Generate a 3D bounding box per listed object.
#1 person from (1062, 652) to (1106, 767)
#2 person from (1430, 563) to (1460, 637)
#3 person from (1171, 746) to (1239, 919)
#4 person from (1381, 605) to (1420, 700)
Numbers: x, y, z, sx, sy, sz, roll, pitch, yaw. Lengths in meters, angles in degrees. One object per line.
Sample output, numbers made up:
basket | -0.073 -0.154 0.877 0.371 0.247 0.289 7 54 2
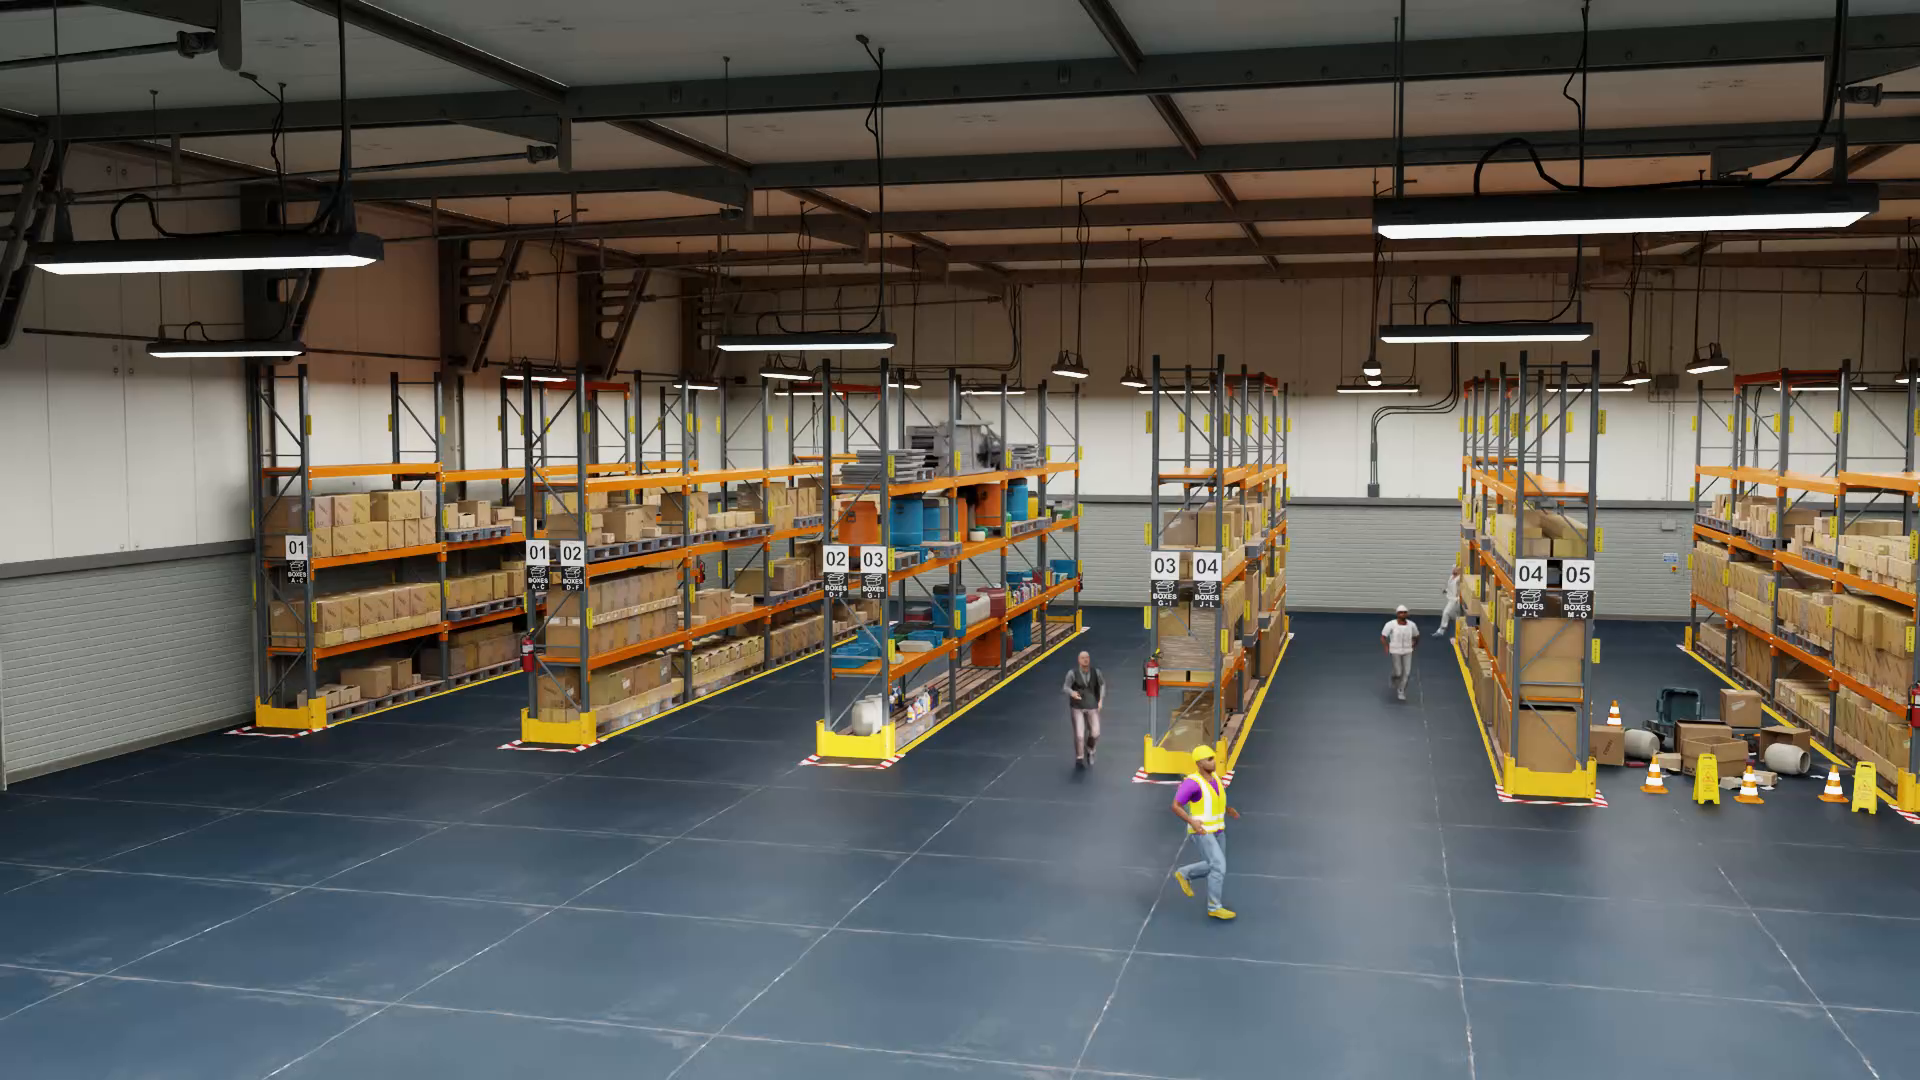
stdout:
person | 1.829 2.481 24.223 0.665 1.701 0.600 0 4 -2
person | 11.579 1.411 39.074 0.948 1.755 0.716 -1 4 -10
person | 2.494 2.965 17.019 0.795 1.732 0.712 3 5 41
person | 8.068 2.049 30.421 0.702 1.721 0.589 0 4 1
